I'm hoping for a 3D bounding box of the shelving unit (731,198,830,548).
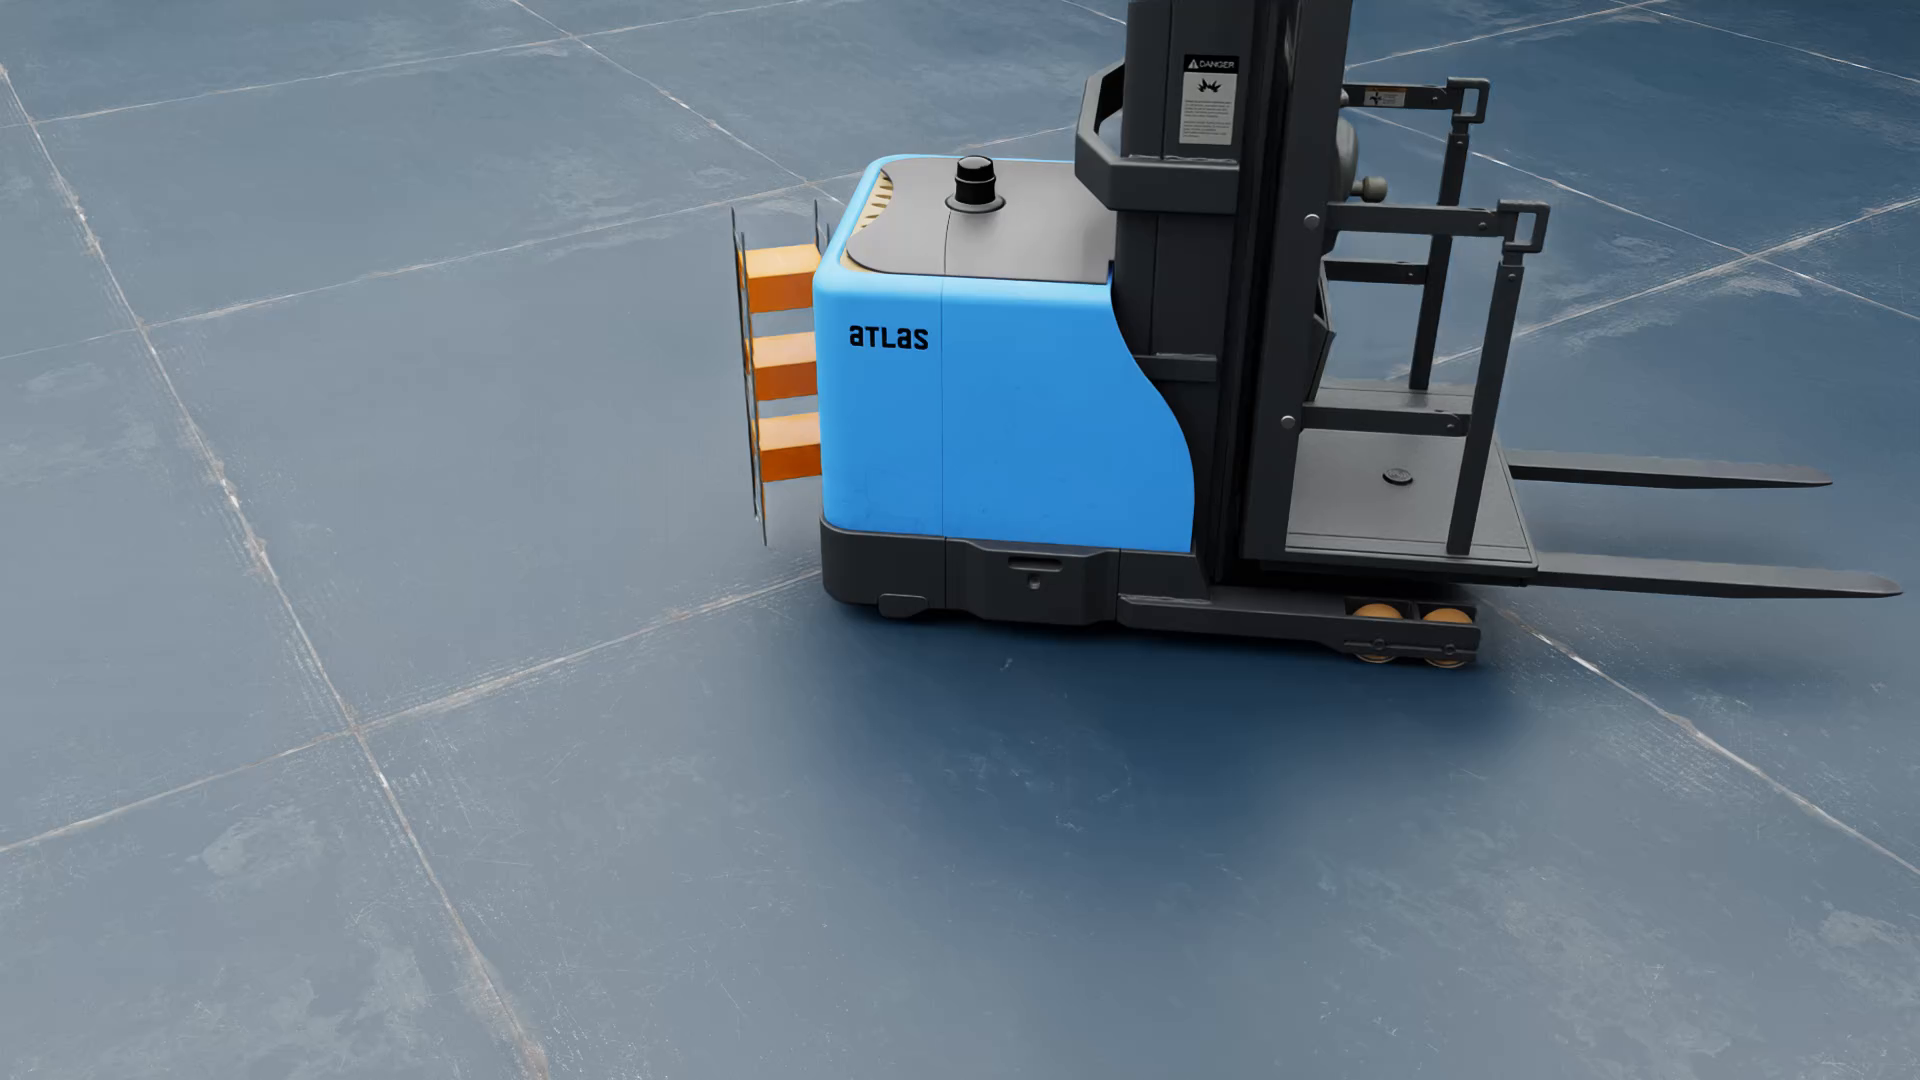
[{"bbox_3d":[-0.516,-0.487,5.038,0.252,1.050,0.215,-8,33,-13],"label":"shelving unit"}]

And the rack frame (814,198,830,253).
[{"bbox_3d":[-0.399,-0.504,5.066,0.008,1.050,0.200,-8,33,-13],"label":"rack frame"}]

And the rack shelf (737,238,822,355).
[{"bbox_3d":[-0.516,-0.718,4.893,0.240,0.259,0.215,-8,33,-13],"label":"rack shelf"}]

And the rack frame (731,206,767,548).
[{"bbox_3d":[-0.634,-0.470,5.011,0.008,1.050,0.200,-8,33,-13],"label":"rack frame"}]

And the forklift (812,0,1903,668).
[{"bbox_3d":[1.151,-1.181,4.375,3.031,2.935,1.130,4,32,6],"label":"forklift"}]

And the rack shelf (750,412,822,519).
[{"bbox_3d":[-0.516,-0.243,5.192,0.240,0.259,0.215,-8,33,-13],"label":"rack shelf"}]

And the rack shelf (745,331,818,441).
[{"bbox_3d":[-0.516,-0.478,5.044,0.240,0.259,0.215,-8,33,-13],"label":"rack shelf"}]
